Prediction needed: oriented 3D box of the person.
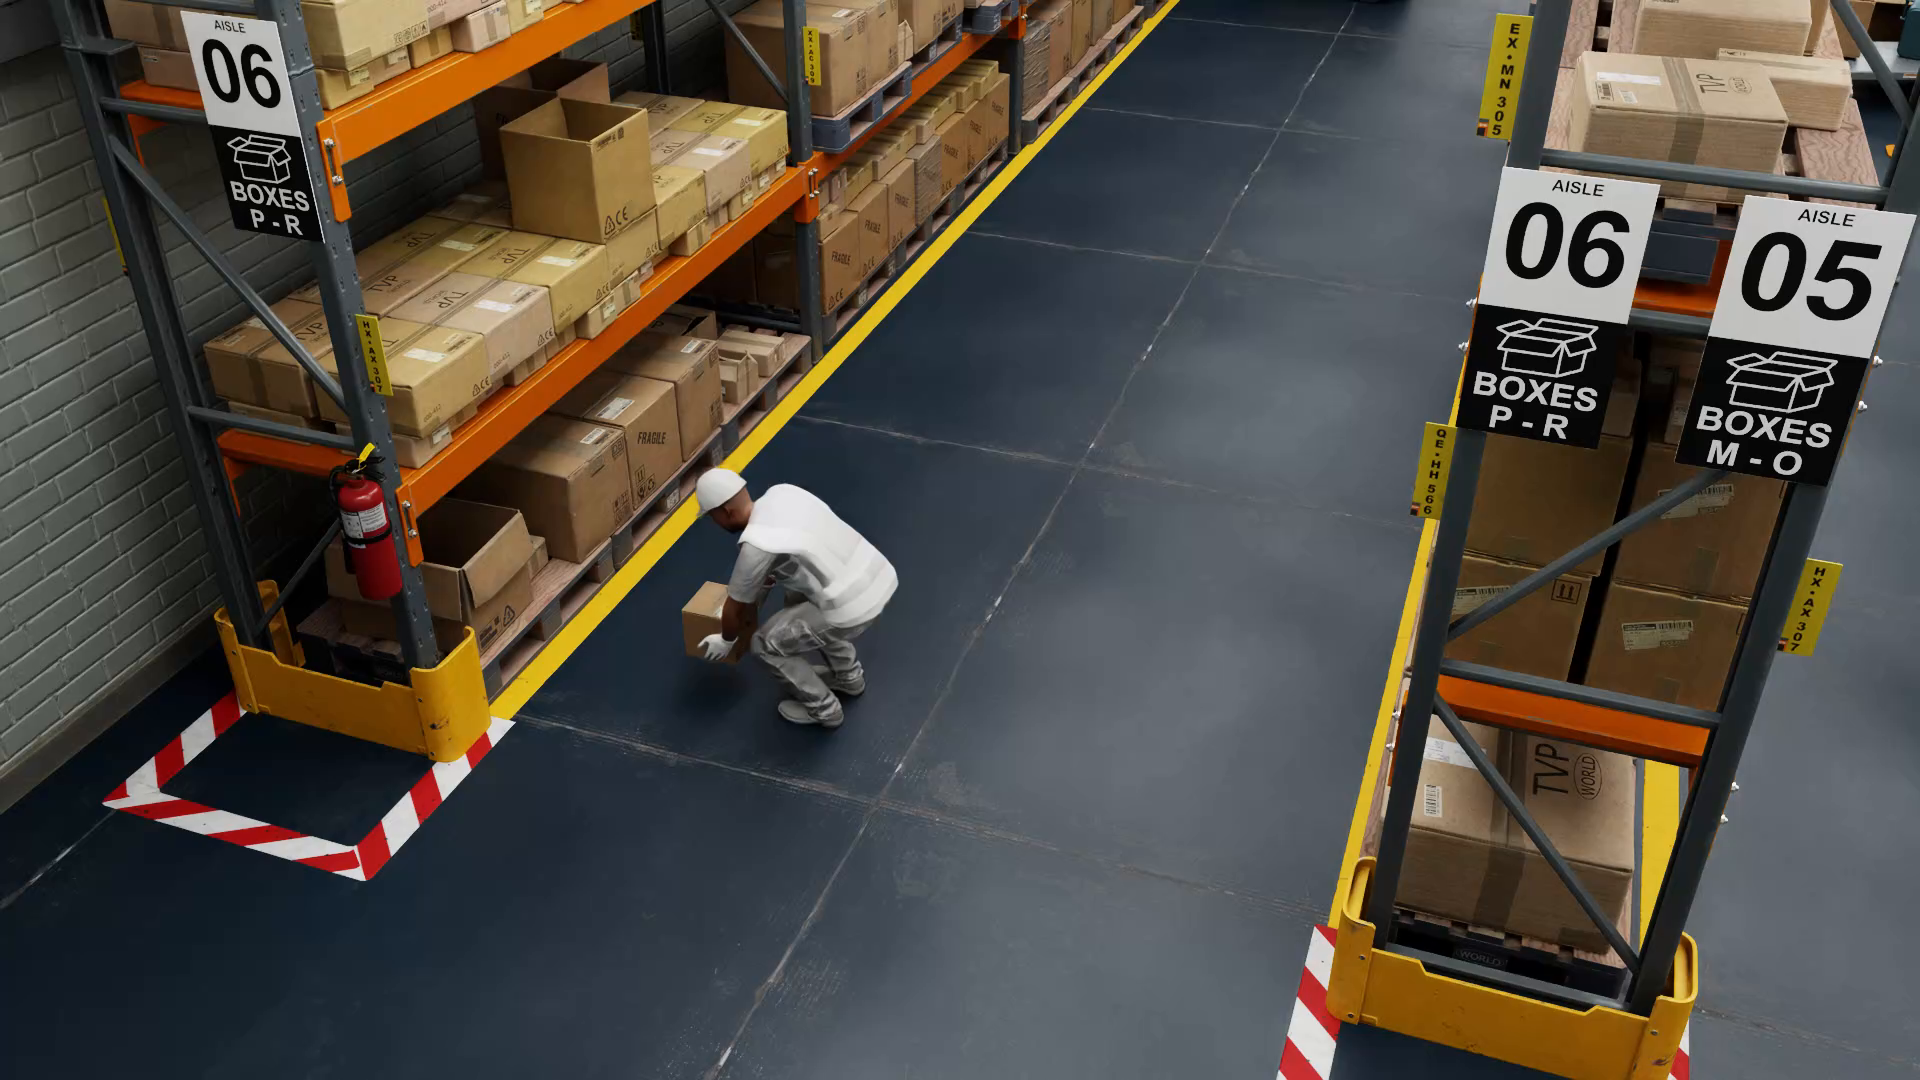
[{"bbox_3d":[-0.720,0.253,7.285,0.853,1.183,0.597,11,35,16],"label":"person"}]
